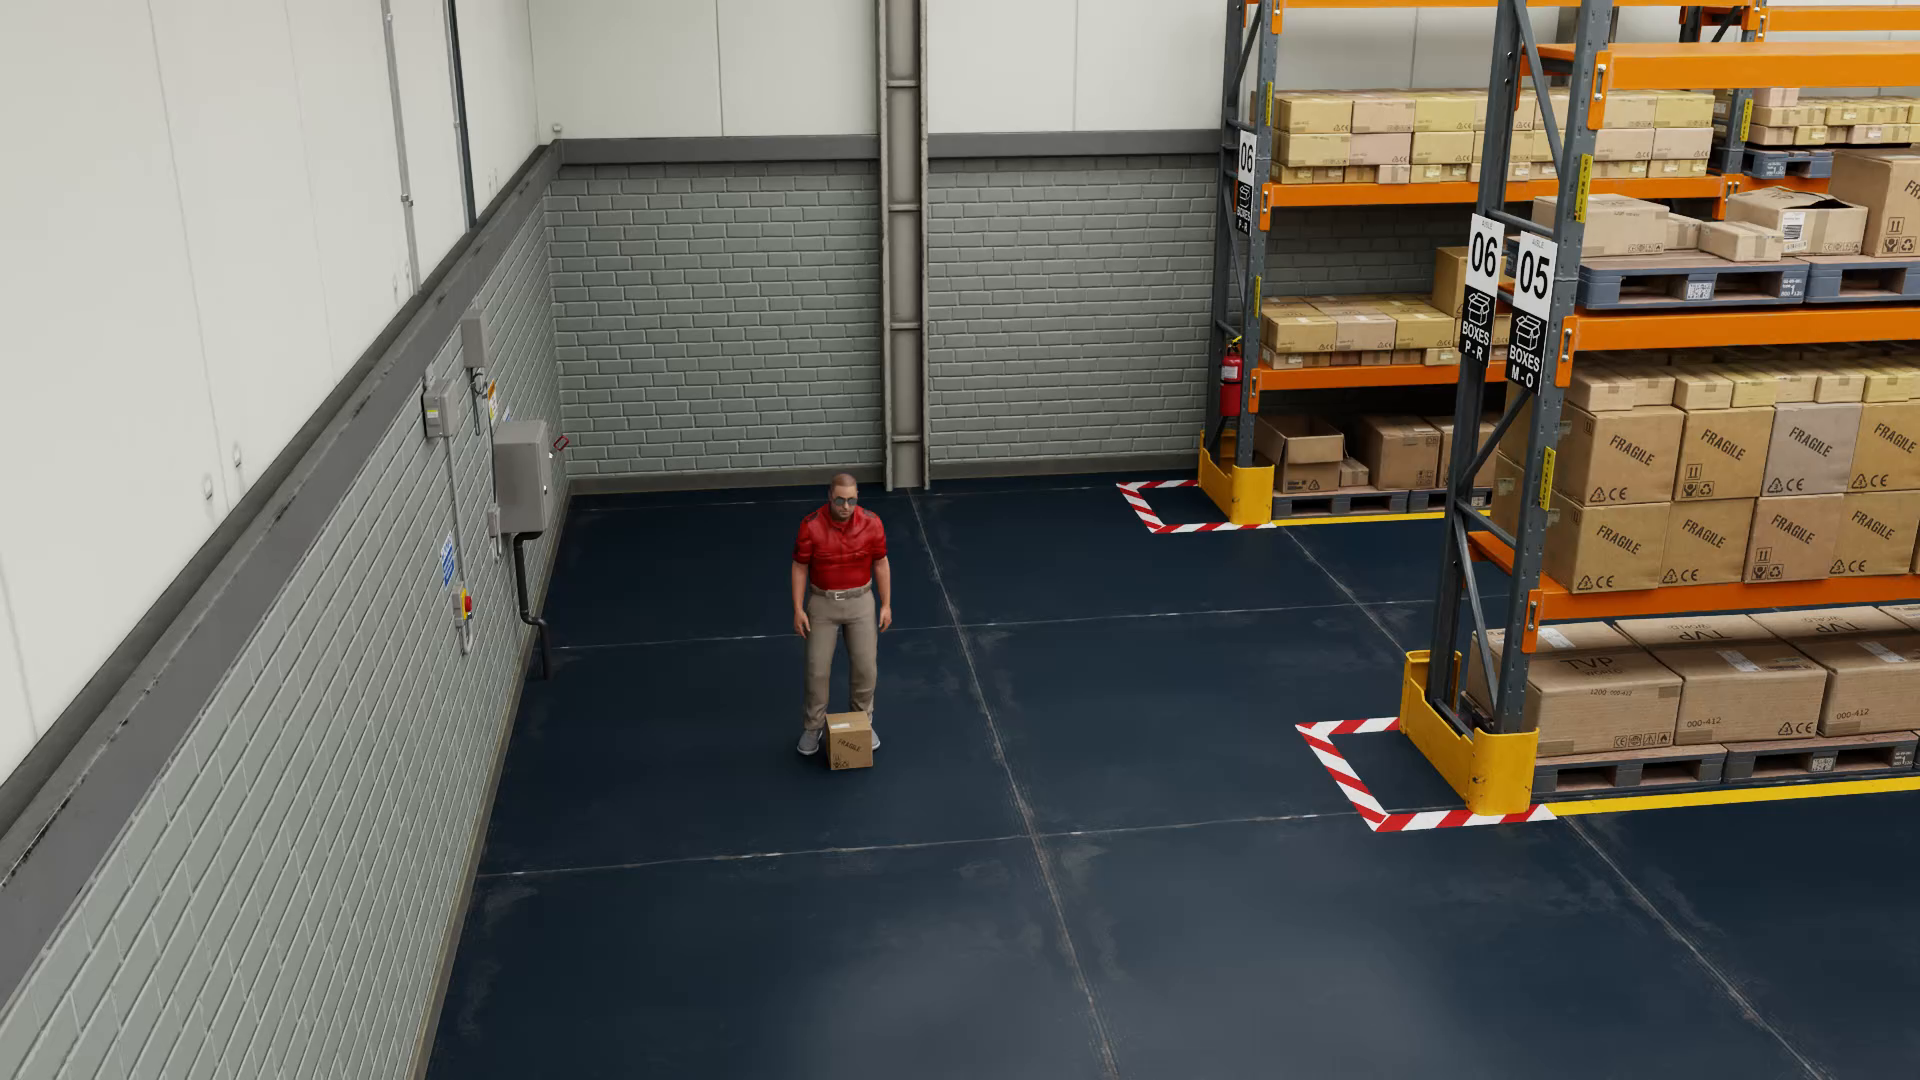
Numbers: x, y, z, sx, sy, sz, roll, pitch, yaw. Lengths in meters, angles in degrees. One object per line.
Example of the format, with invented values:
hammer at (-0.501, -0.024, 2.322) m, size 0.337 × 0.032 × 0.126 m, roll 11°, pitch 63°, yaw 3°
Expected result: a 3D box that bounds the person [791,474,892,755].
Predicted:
person at (-0.708, 0.419, 9.931) m, size 0.603 × 1.728 × 0.393 m, roll -4°, pitch 20°, yaw -10°
